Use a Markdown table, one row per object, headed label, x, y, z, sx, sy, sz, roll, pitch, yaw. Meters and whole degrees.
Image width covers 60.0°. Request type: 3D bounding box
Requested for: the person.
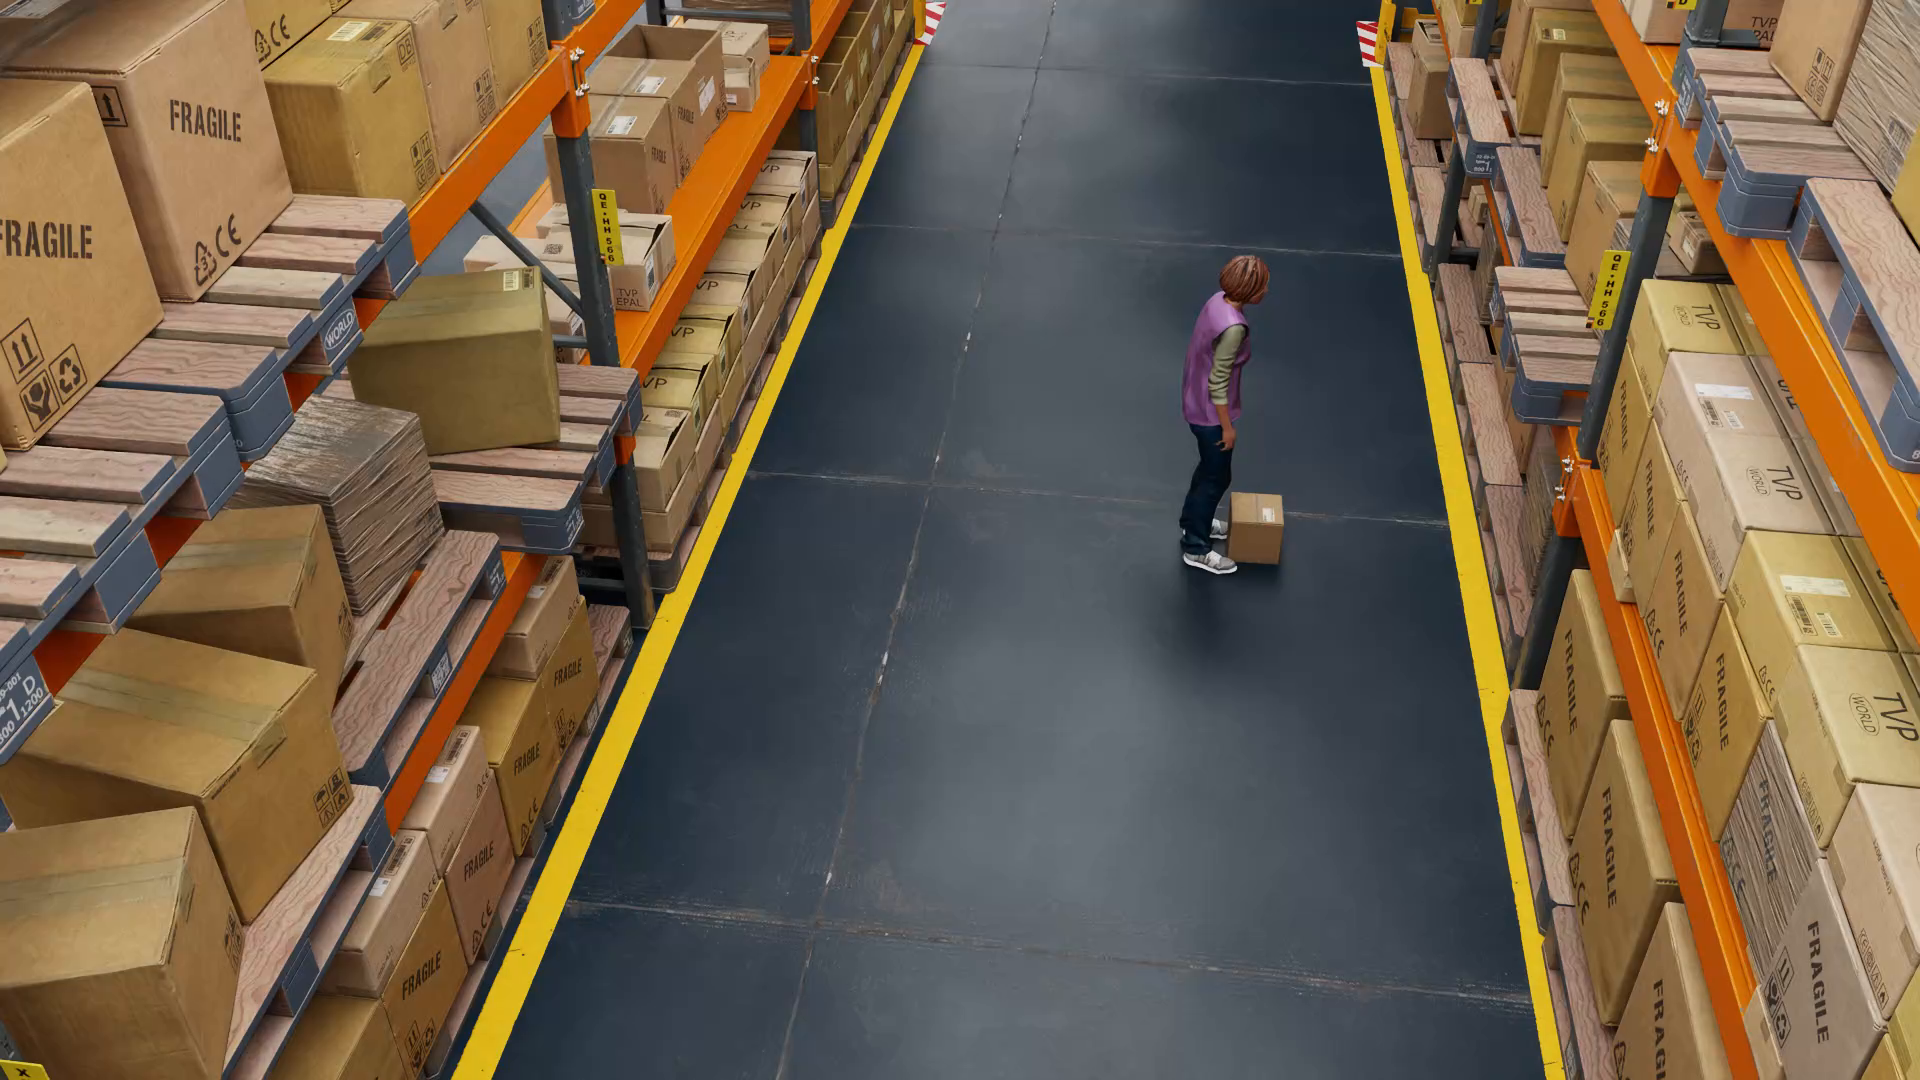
| label | x | y | z | sx | sy | sz | roll | pitch | yaw |
| --- | --- | --- | --- | --- | --- | --- | --- | --- | --- |
| person | 1.219 | -0.612 | 7.869 | 0.343 | 1.593 | 0.485 | 2 | 37 | 3 |
